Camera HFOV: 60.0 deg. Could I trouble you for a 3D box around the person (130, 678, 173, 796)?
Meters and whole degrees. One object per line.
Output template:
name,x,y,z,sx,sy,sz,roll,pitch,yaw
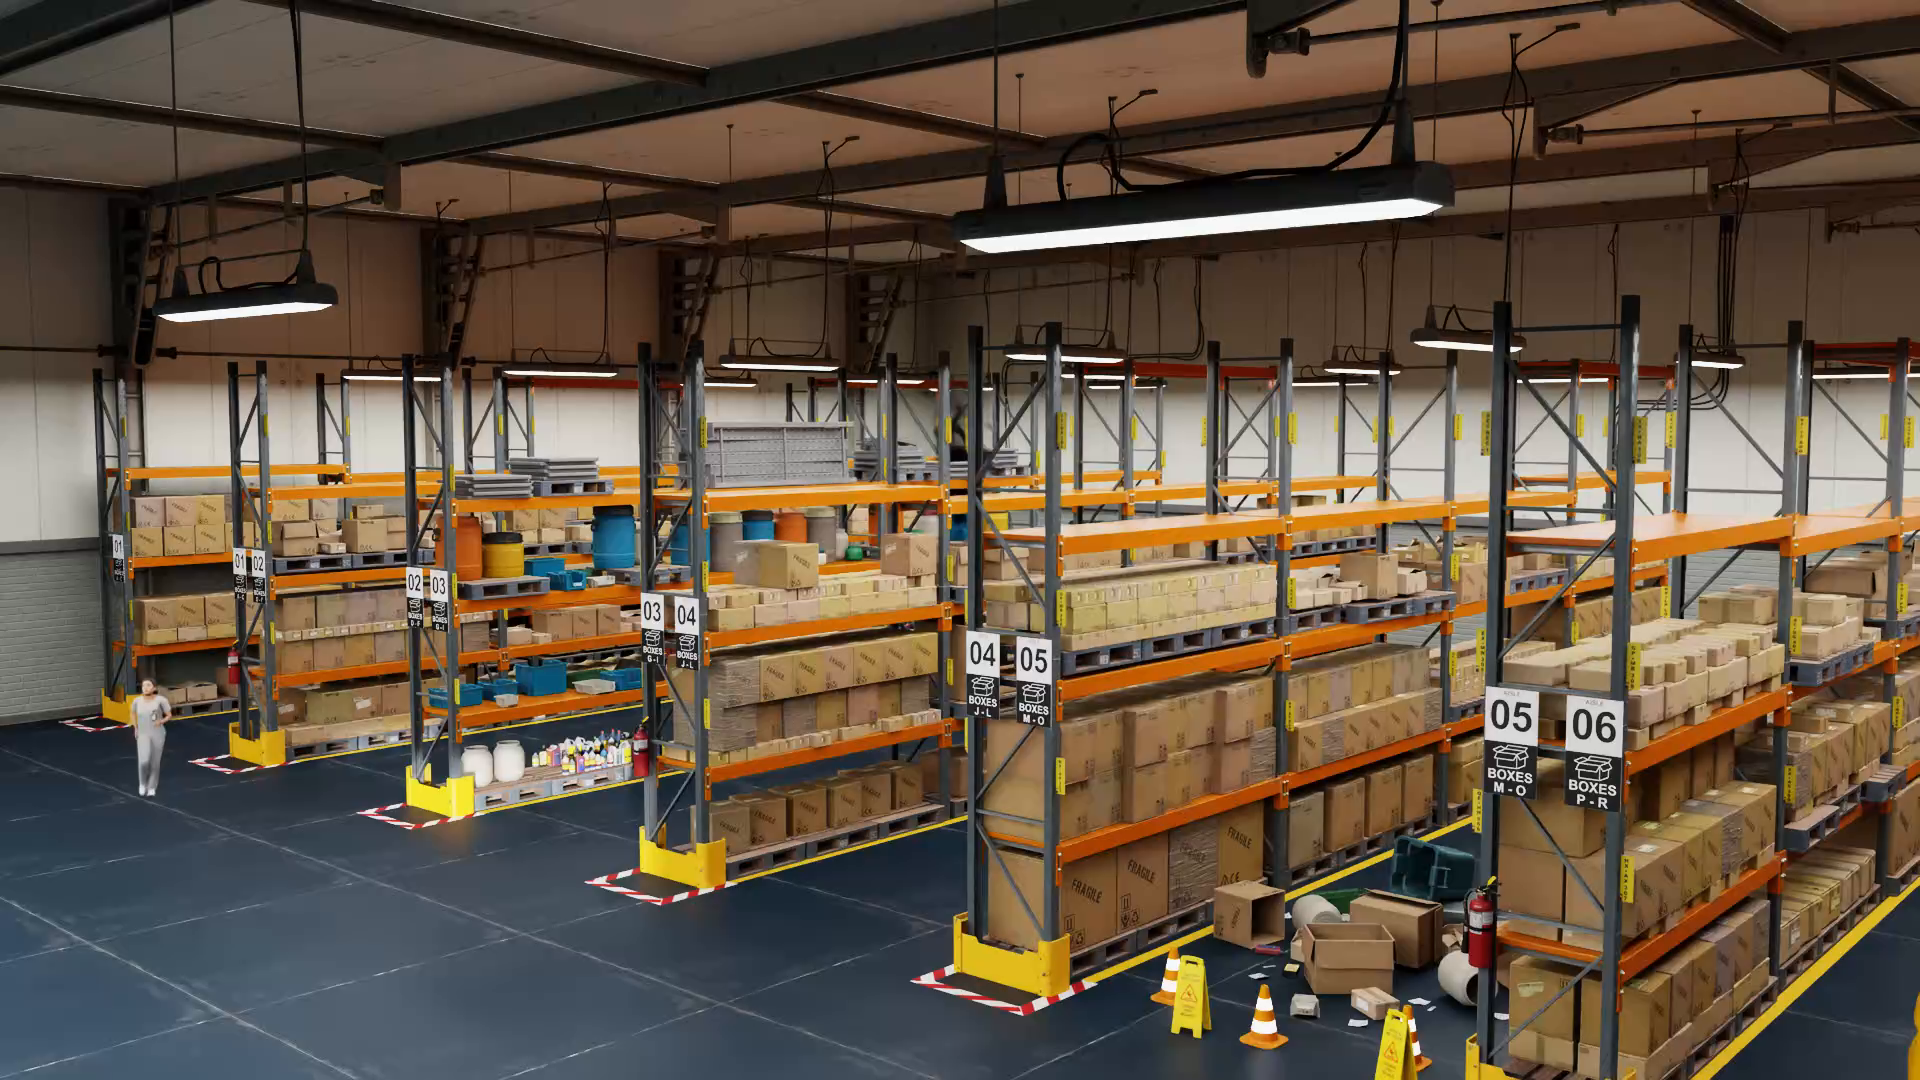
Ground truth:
person,-10.981,2.680,22.564,0.548,1.637,0.593,-1,4,-19
